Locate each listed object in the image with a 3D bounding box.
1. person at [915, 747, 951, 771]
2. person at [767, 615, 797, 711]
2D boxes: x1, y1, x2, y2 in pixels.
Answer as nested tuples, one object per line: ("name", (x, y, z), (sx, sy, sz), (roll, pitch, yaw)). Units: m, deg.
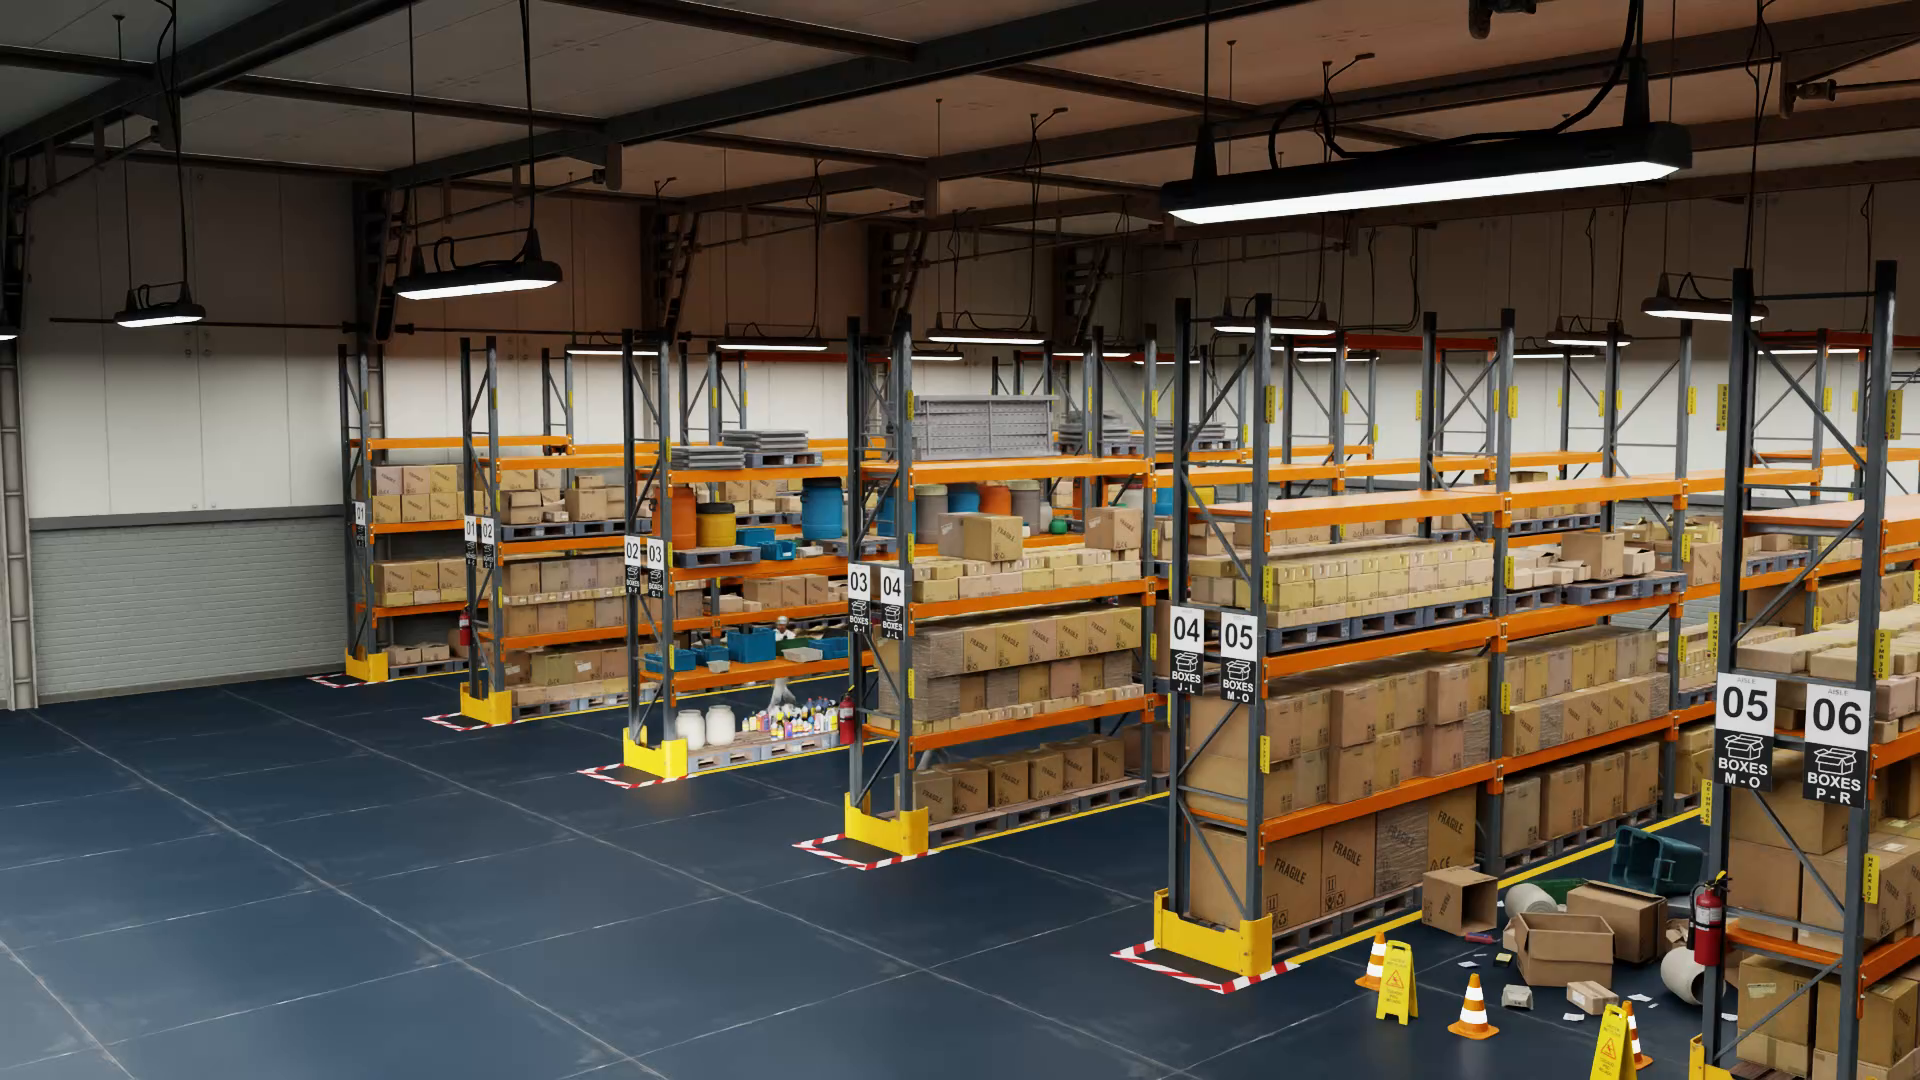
("person", (-0.443, 2.445, 21.692), (0.996, 1.528, 0.448), (-3, 6, -33))
("person", (-2.884, 1.983, 26.508), (0.457, 1.562, 1.089), (3, 6, 30))
